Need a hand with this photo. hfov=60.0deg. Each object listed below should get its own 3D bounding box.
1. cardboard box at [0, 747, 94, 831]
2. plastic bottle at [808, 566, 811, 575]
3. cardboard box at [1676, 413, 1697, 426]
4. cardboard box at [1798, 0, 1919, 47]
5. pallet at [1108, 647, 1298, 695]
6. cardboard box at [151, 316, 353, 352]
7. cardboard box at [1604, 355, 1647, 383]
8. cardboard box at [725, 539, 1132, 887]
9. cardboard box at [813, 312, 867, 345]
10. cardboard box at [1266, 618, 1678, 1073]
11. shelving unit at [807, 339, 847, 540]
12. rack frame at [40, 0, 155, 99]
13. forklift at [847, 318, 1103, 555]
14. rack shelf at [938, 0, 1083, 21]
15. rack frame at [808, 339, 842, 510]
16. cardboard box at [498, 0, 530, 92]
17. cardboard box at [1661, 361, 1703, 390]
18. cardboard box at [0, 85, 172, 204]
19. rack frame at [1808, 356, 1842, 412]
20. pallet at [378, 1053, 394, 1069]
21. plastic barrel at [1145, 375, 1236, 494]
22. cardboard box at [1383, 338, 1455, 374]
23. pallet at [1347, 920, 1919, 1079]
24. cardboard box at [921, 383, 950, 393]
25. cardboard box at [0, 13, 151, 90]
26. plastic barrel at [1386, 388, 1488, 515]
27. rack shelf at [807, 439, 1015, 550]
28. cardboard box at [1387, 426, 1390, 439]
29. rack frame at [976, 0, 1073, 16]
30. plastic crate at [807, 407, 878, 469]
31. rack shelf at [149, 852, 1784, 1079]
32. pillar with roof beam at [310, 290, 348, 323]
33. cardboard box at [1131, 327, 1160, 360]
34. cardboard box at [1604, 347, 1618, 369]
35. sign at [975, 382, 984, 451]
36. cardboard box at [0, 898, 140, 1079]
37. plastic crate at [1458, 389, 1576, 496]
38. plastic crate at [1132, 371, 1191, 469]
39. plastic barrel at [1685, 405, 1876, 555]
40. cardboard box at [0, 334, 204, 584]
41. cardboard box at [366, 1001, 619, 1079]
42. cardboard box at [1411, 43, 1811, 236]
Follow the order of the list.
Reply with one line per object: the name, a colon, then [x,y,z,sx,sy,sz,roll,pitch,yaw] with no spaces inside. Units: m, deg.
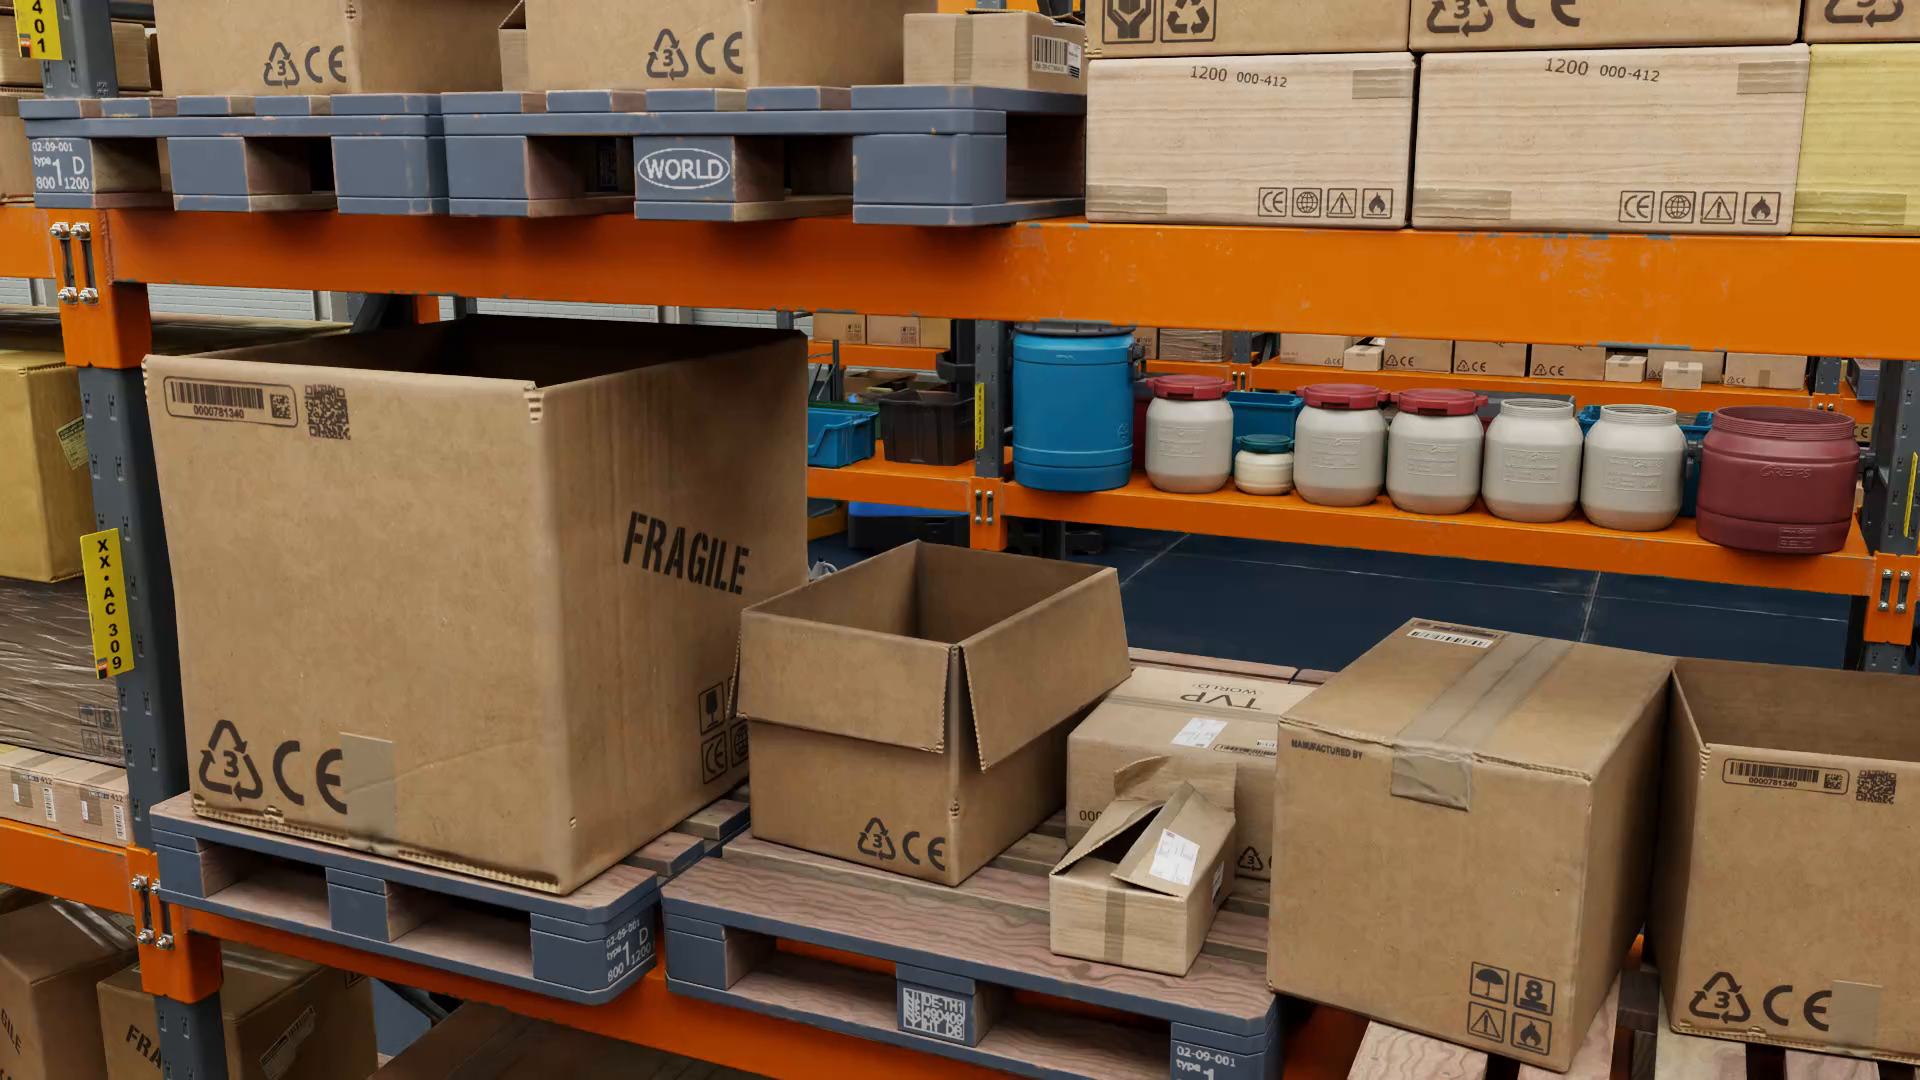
cardboard box: [-2.217,0.587,4.236,0.250,0.149,0.380,6,14,23]
plastic bottle: [-0.972,0.254,9.941,0.185,0.351,0.144,6,15,26]
cardboard box: [7.320,-1.338,16.400,0.500,0.500,0.700,6,14,24]
cardboard box: [1.443,-0.926,2.254,0.500,0.500,0.500,6,15,25]
pallet: [1.063,0.836,8.729,1.213,0.211,1.003,6,14,23]
cardboard box: [-1.985,-0.326,4.521,0.500,0.500,0.500,6,14,23]
cardboard box: [4.808,-1.234,11.997,0.250,0.149,0.380,7,15,27]
cardboard box: [-0.054,0.335,3.616,0.637,0.503,0.797,7,15,29]
cardboard box: [-0.896,-1.993,14.464,0.500,0.500,0.700,6,14,23]
cardboard box: [0.920,0.493,2.949,0.500,0.500,0.700,8,16,32]
shelving unit: [-1.483,-0.835,13.032,1.083,1.500,0.587,10,17,37]
rack frame: [-1.676,-2.472,3.592,0.127,3.000,1.000,6,14,23]
forklift: [0.658,-1.437,12.464,3.031,2.935,1.130,-1,13,-4]
rack shelf: [0.511,-4.181,13.324,4.000,0.370,1.077,6,14,23]
rack frame: [-1.092,-0.764,12.728,0.032,1.500,0.500,10,17,37]
cardboard box: [-0.776,-1.085,3.620,0.258,0.266,0.396,6,15,25]
cardboard box: [5.062,-1.153,11.653,0.250,0.149,0.380,6,14,23]
cardboard box: [-2.199,-0.926,3.899,0.500,0.250,0.500,6,15,25]
rack frame: [5.997,-1.250,11.516,0.127,3.000,1.000,6,14,23]
pallet: [-2.305,1.751,4.829,1.213,0.211,1.003,6,14,23]
plastic barrel: [1.116,-0.518,8.098,0.433,0.535,0.433,0,13,0]
cardboard box: [3.517,-1.546,12.557,0.500,0.500,0.500,7,15,27]
pallet: [1.286,0.868,2.908,1.003,0.211,1.213,6,14,23]
cardboard box: [0.003,-1.036,14.060,0.500,0.500,0.500,6,14,23]
cardboard box: [-2.091,-1.103,3.777,0.250,0.149,0.380,6,15,25]
plastic barrel: [2.182,-0.410,7.638,0.433,0.535,0.433,0,13,0]
rack shelf: [-1.499,-0.421,9.557,4.000,0.370,1.077,6,14,23]
cardboard box: [3.304,-0.735,13.191,0.500,0.311,0.500,6,15,25]
rack frame: [0.330,-3.507,8.000,0.127,3.000,1.000,6,14,23]
plastic crate: [-0.792,-0.559,8.897,0.616,0.251,0.499,6,14,23]
rack shelf: [0.152,0.984,3.570,4.000,0.370,1.077,6,14,23]
pillar with roof beam: [-11.040,-6.273,19.790,0.400,9.000,9.100,6,14,23]
cardboard box: [1.446,-1.756,13.453,0.500,0.500,0.700,6,14,23]
cardboard box: [6.352,-1.815,16.793,0.500,0.250,0.500,6,14,23]
sign: [0.097,-0.607,8.169,0.005,0.325,0.100,6,14,23]
cardboard box: [-2.553,1.364,4.927,0.500,0.500,0.500,12,18,41]
plastic crate: [2.633,-0.460,8.011,0.583,0.464,0.402,6,14,23]
plastic crate: [0.896,-0.636,8.760,0.583,0.464,0.402,6,14,23]
plastic barrel: [3.440,-0.262,7.006,0.708,0.536,0.600,6,14,23]
cardboard box: [-2.199,-0.216,4.050,0.500,0.500,0.500,6,14,23]
cardboard box: [-1.124,1.513,4.251,0.500,0.500,0.700,5,14,19]
cardboard box: [0.988,-0.604,2.527,0.500,0.250,0.500,6,14,23]
